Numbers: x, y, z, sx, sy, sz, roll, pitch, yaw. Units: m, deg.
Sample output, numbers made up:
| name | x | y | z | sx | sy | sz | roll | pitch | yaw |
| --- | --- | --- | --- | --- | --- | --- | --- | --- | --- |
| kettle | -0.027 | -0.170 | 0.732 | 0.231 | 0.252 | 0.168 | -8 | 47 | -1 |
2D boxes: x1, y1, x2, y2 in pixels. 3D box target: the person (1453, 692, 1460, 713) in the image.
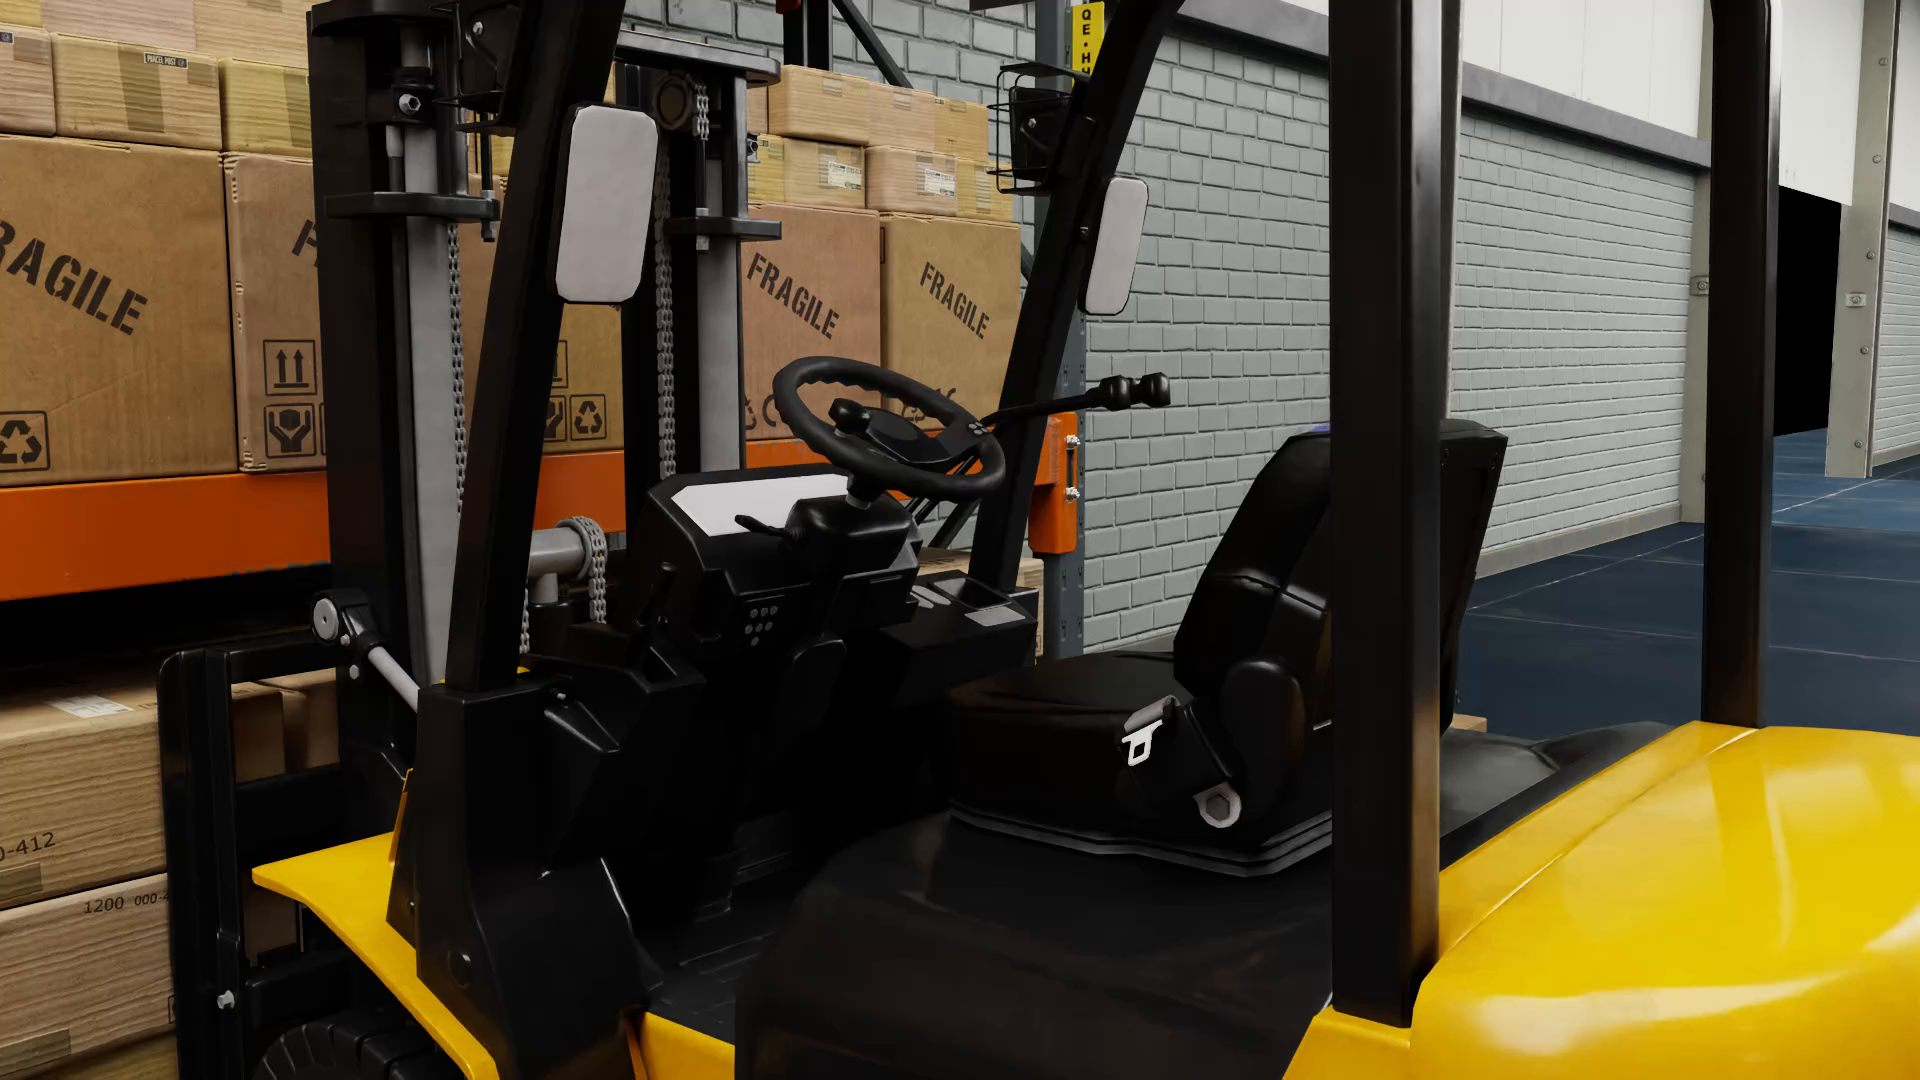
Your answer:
| name | x | y | z | sx | sy | sz | roll | pitch | yaw |
| --- | --- | --- | --- | --- | --- | --- | --- | --- | --- |
| person | 1.188 | 0.305 | 5.071 | 0.501 | 1.223 | 0.706 | -3 | 7 | -24 |
